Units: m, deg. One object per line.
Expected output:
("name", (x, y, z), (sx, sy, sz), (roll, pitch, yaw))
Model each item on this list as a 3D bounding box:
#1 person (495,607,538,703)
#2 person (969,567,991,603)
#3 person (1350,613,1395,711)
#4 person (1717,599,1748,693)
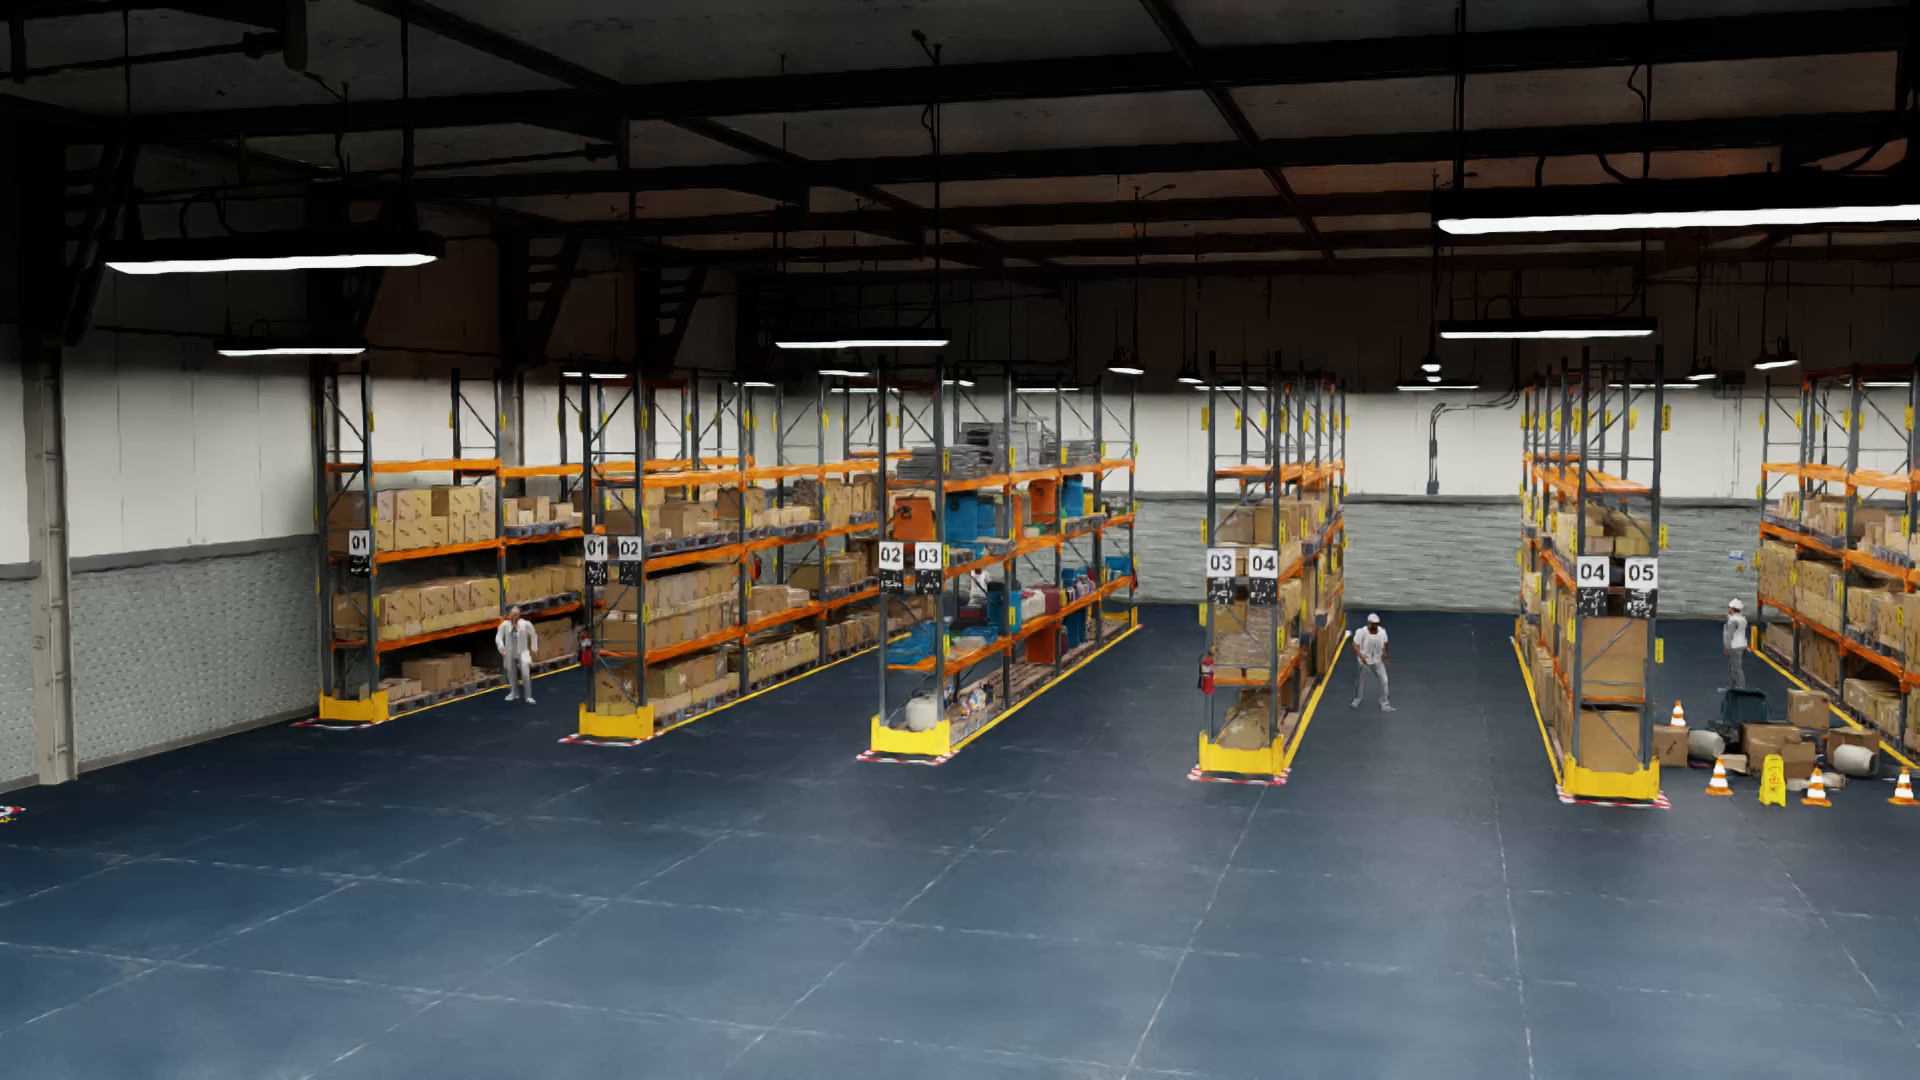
("person", (-7.855, 2.025, 29.541), (0.737, 1.714, 0.889), (0, 4, -2))
("person", (0.461, 1.370, 39.653), (0.579, 1.604, 1.042), (1, 4, 15))
("person", (7.111, 2.092, 28.786), (0.710, 1.703, 0.836), (0, 4, 0))
("person", (14.026, 1.947, 30.178), (0.584, 1.768, 0.640), (4, 5, 42))
